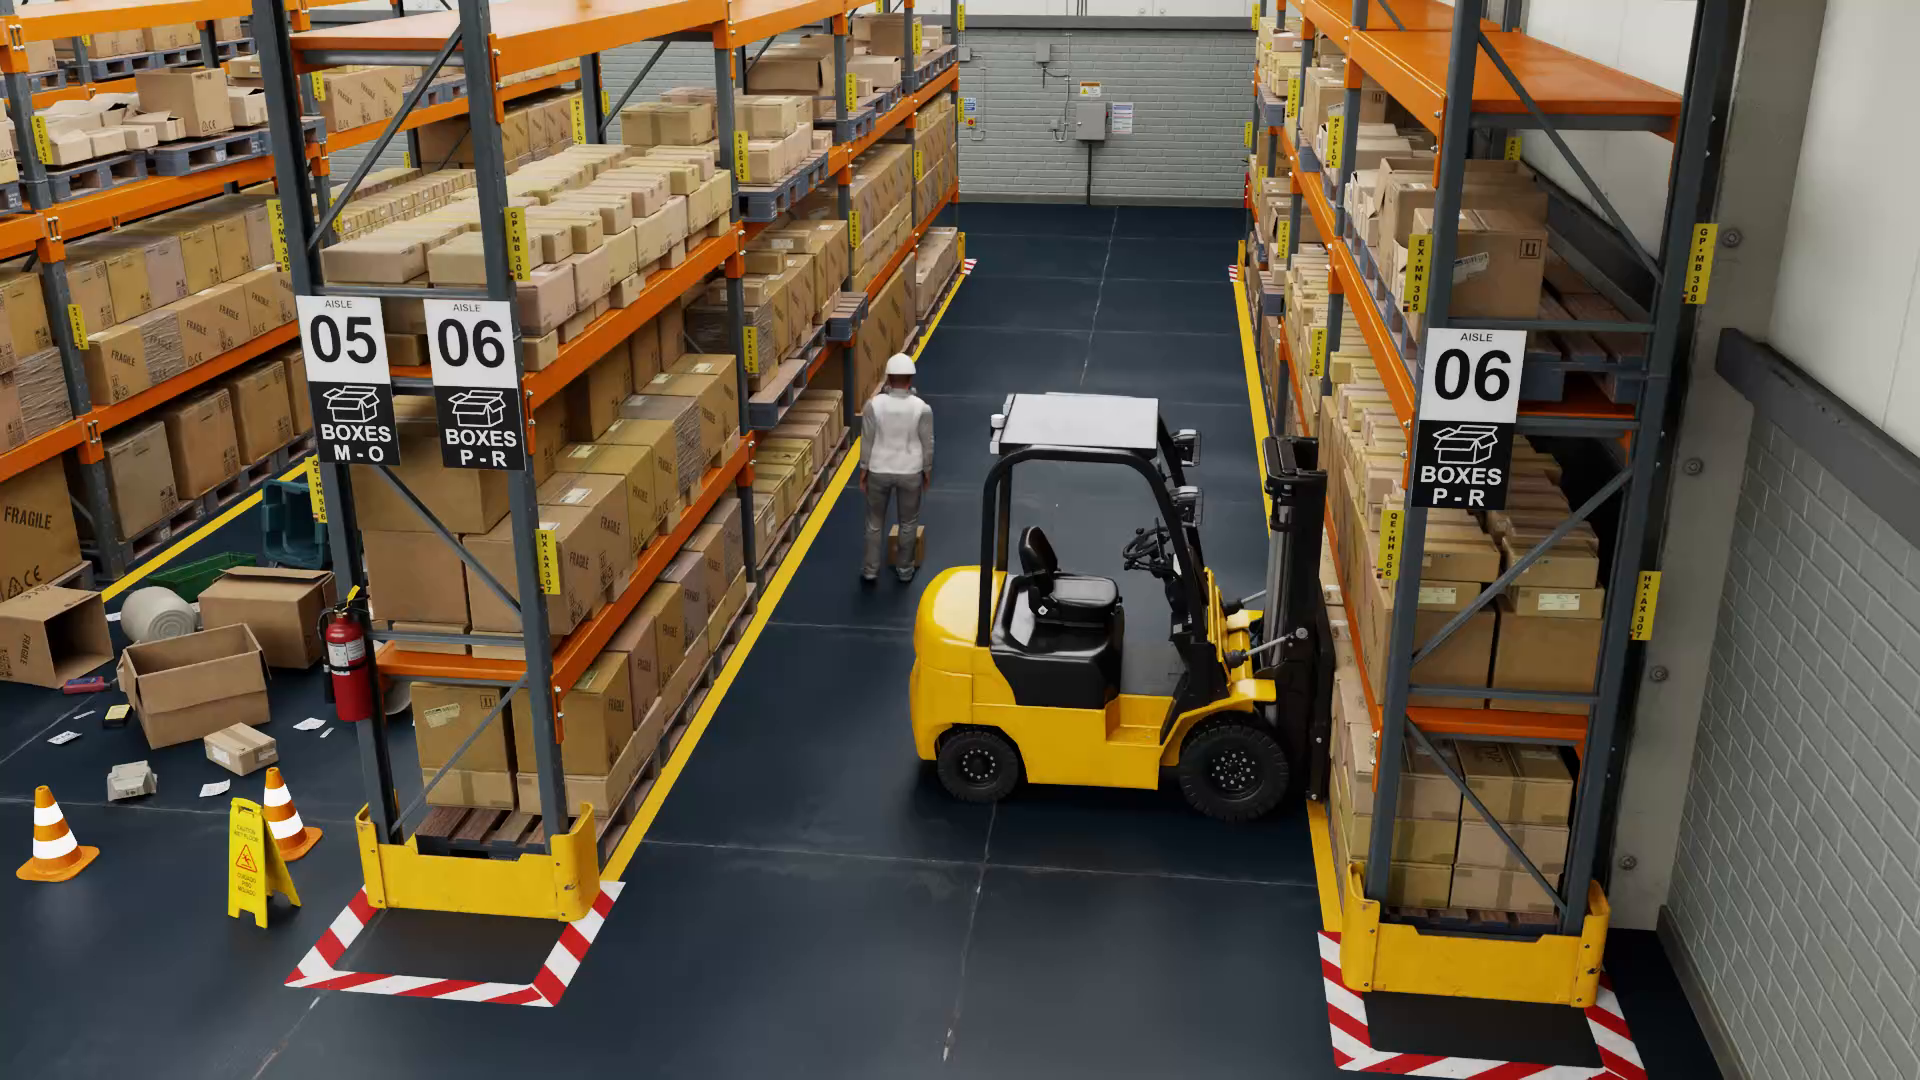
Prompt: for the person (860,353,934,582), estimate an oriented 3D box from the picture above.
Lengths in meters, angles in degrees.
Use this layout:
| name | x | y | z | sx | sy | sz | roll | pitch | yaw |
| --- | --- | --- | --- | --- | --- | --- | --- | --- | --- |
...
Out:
| name | x | y | z | sx | sy | sz | roll | pitch | yaw |
| --- | --- | --- | --- | --- | --- | --- | --- | --- | --- |
| person | -0.479 | -0.522 | 12.380 | 0.590 | 1.794 | 0.460 | 1 | 21 | 2 |
